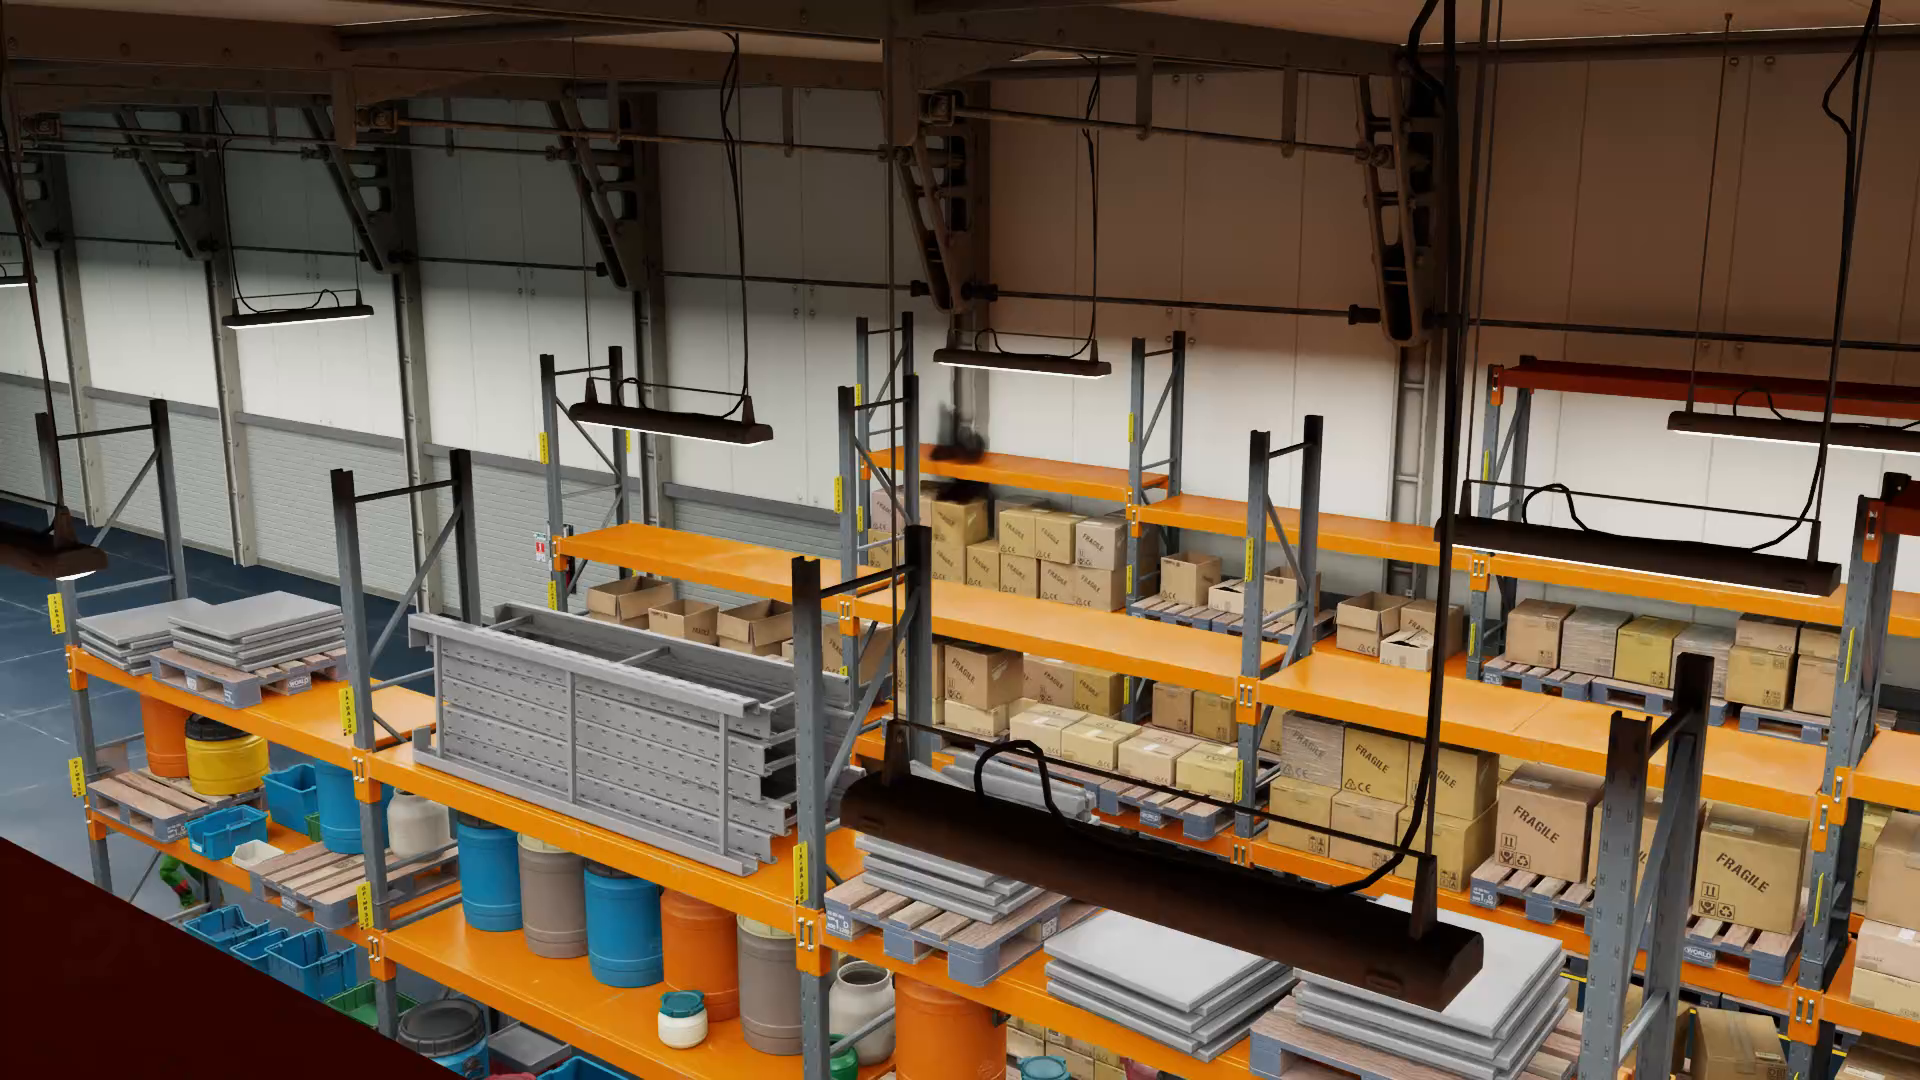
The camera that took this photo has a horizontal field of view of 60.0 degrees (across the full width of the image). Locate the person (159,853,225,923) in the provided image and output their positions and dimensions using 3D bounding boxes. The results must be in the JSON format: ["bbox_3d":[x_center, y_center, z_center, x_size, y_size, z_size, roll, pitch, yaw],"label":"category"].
[{"bbox_3d":[-8.266,3.169,17.677,0.689,1.820,0.631,-7,15,-27],"label":"person"}]
